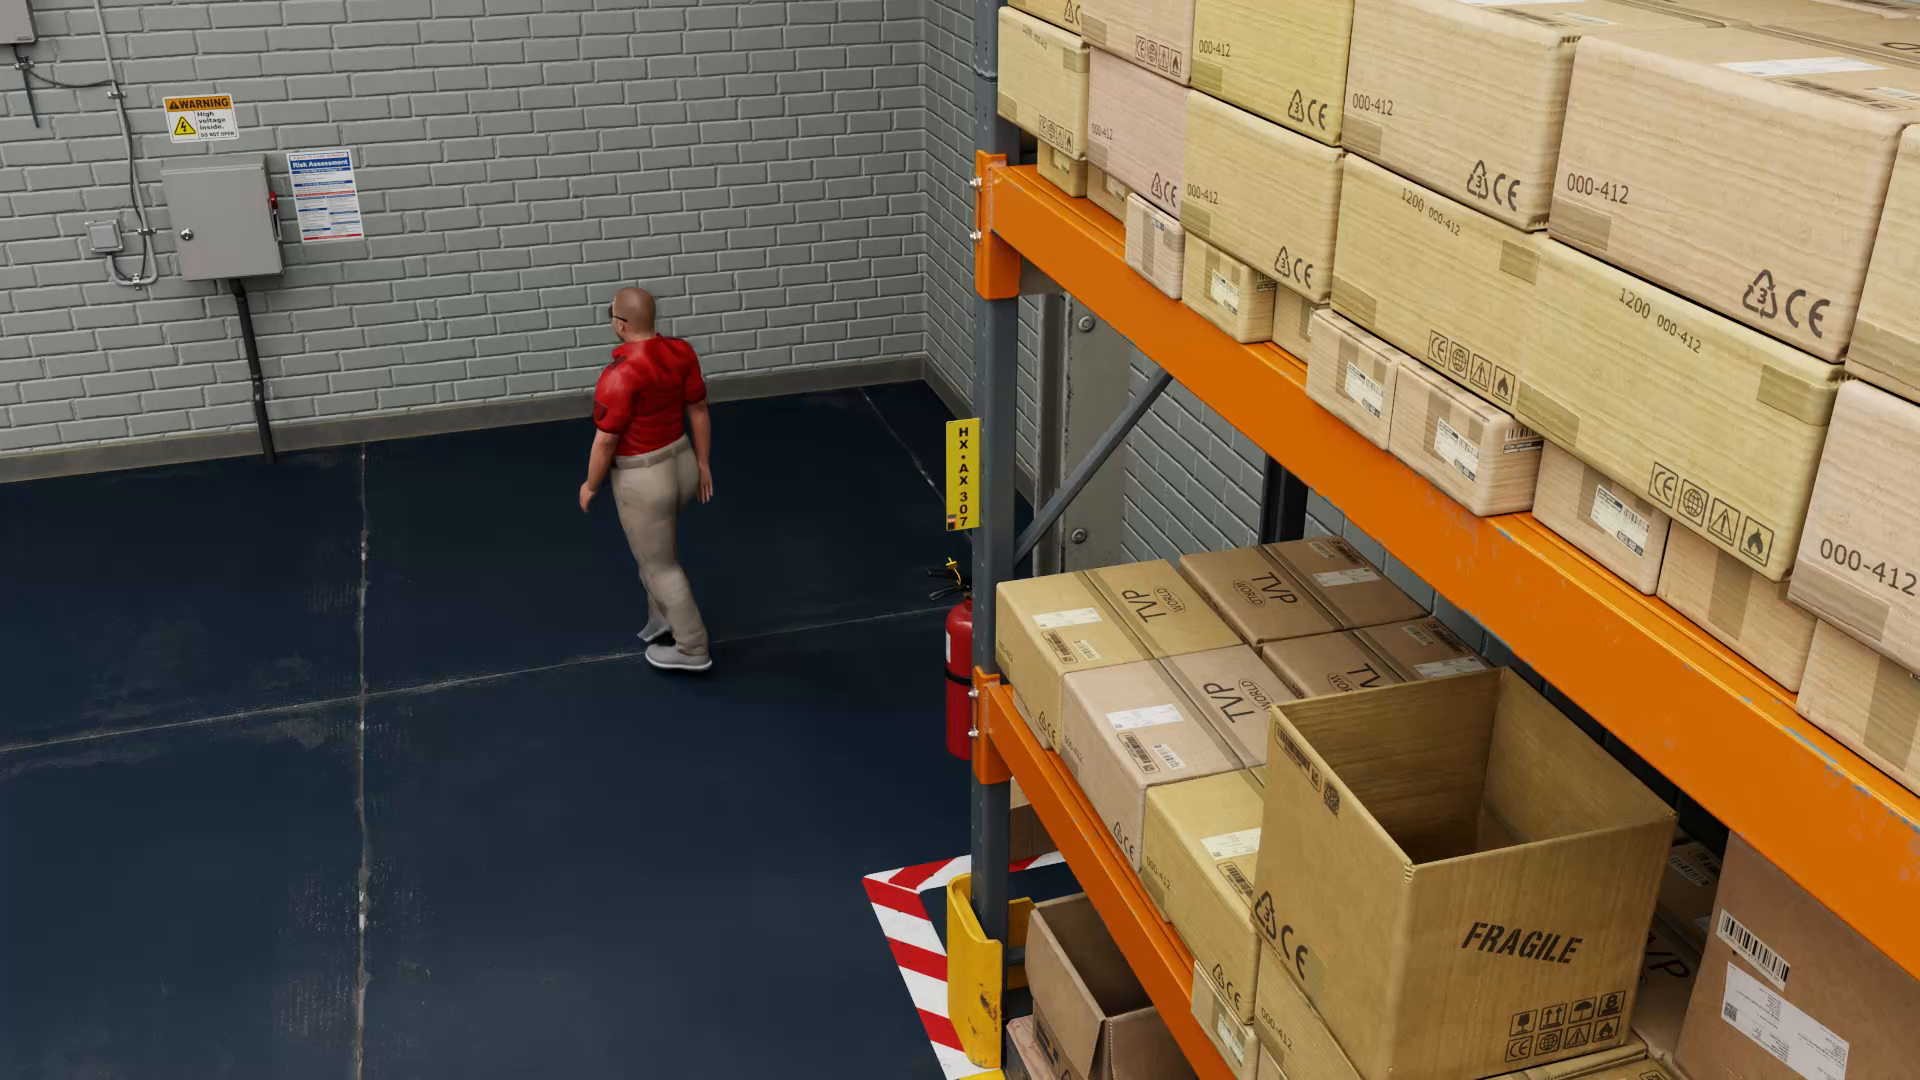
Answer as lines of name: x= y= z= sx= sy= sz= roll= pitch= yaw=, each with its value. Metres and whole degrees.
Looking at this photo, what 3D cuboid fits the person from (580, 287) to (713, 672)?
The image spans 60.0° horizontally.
person: x=-1.330 y=-0.218 z=7.126 sx=0.560 sy=1.802 sz=0.545 roll=14 pitch=29 yaw=26
